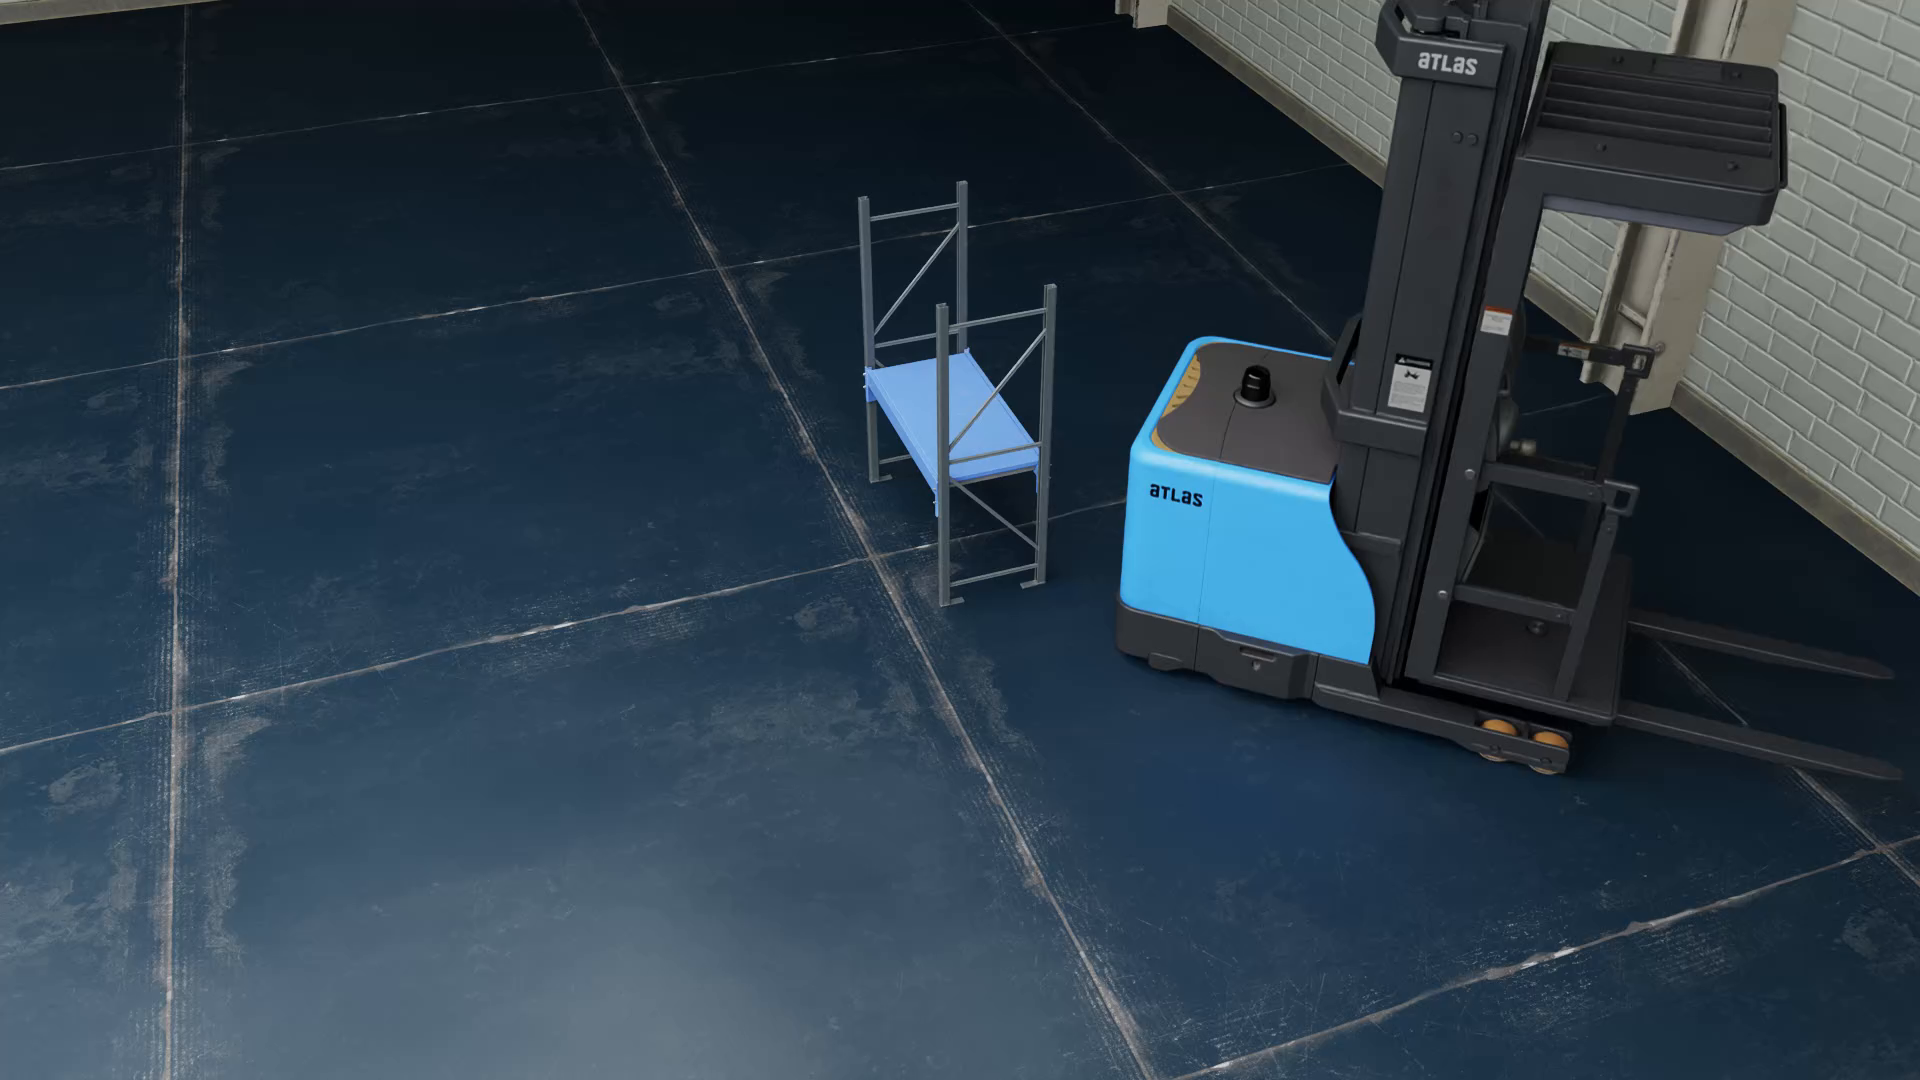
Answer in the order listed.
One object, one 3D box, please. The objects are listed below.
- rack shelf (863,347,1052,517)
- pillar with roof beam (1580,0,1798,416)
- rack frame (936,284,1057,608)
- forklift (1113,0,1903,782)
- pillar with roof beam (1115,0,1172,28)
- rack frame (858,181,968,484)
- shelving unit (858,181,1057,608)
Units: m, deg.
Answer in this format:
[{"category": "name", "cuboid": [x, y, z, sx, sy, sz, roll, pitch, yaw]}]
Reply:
[{"category": "rack shelf", "cuboid": [-0.029, -0.504, 7.471, 0.538, 0.185, 1.000, -12, 39, -16]}, {"category": "pillar with roof beam", "cuboid": [-0.519, -3.487, 4.900, 9.100, 9.000, 0.400, -12, 39, -16]}, {"category": "rack frame", "cuboid": [0.146, -0.360, 6.981, 0.500, 1.500, 0.032, -12, 39, -16]}, {"category": "forklift", "cuboid": [2.222, -0.616, 6.131, 3.031, 2.935, 1.130, 13, 39, 17]}, {"category": "pillar with roof beam", "cuboid": [-2.584, -6.877, 9.400, 9.100, 9.000, 0.400, -12, 39, -16]}, {"category": "rack frame", "cuboid": [-0.204, -0.934, 7.744, 0.500, 1.500, 0.032, -12, 39, -16]}, {"category": "shelving unit", "cuboid": [-0.029, -0.647, 7.363, 0.538, 1.500, 1.048, -12, 39, -16]}]
